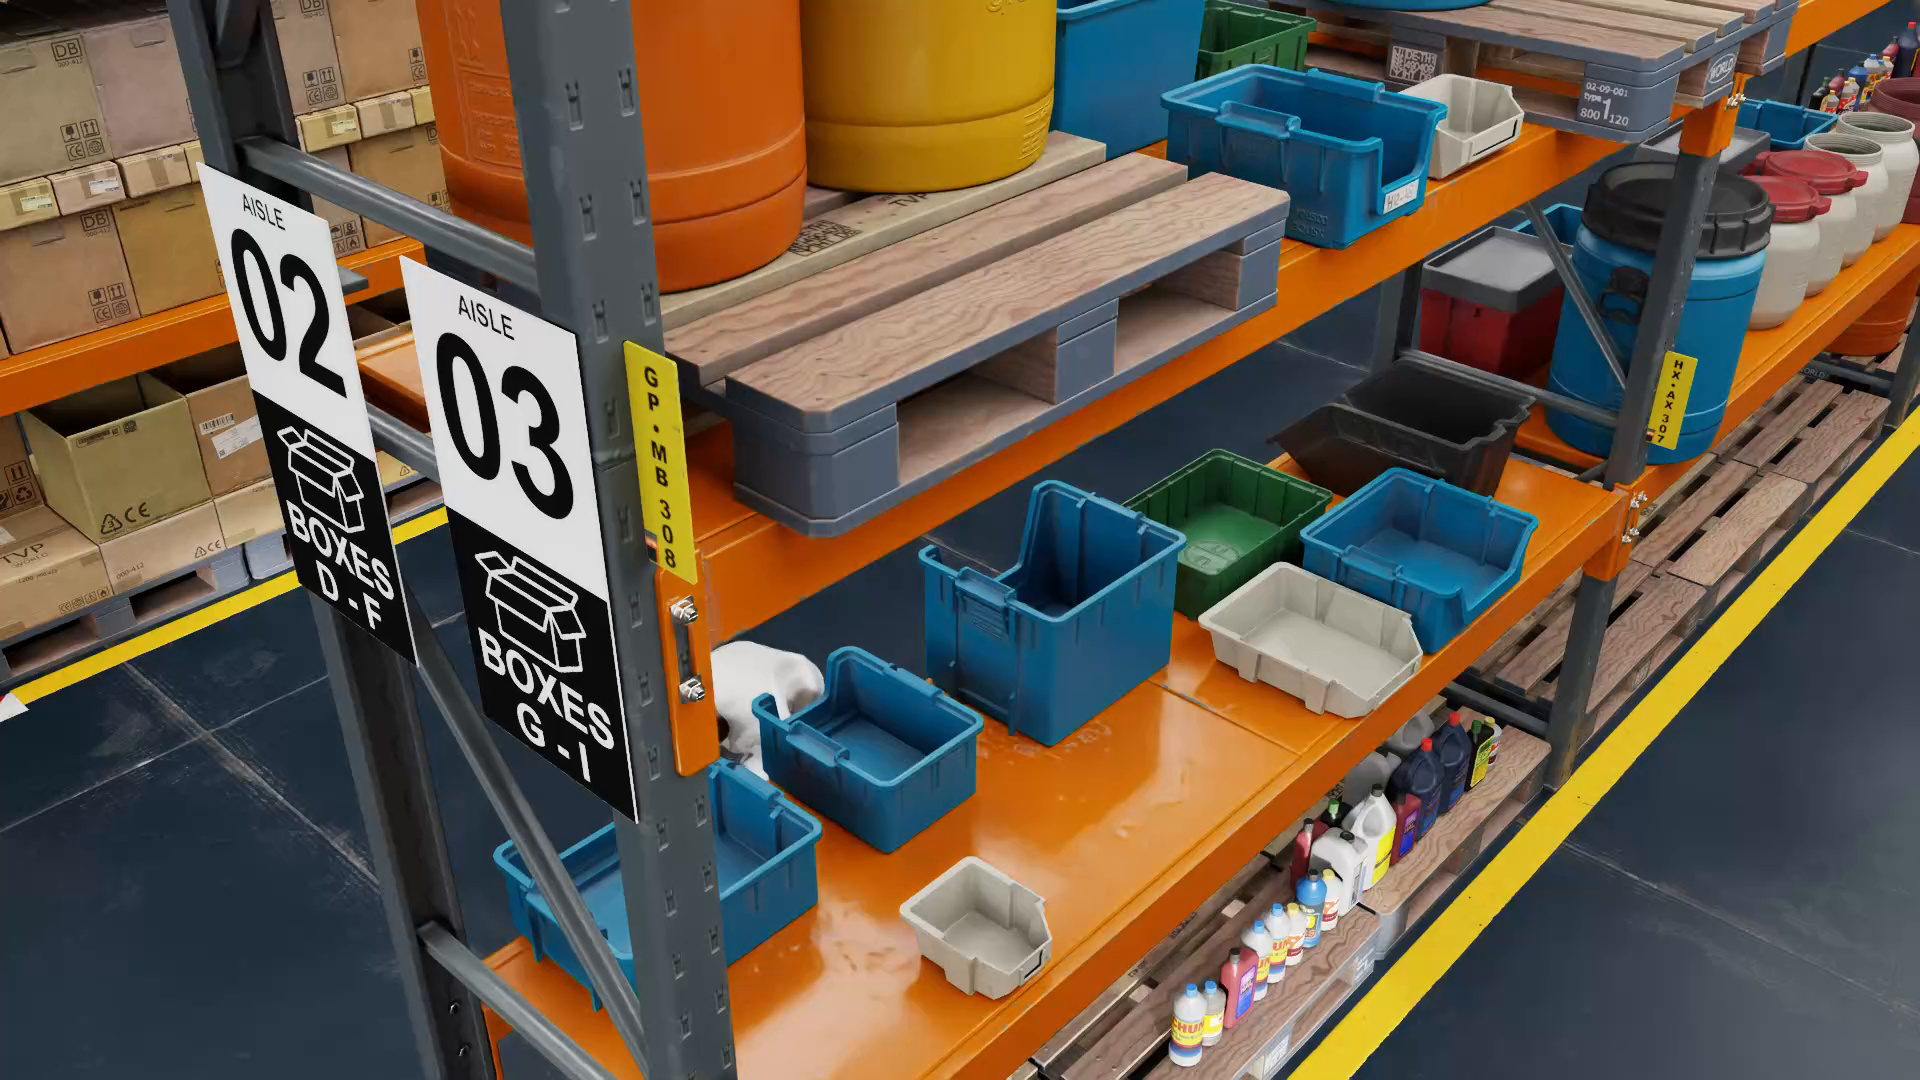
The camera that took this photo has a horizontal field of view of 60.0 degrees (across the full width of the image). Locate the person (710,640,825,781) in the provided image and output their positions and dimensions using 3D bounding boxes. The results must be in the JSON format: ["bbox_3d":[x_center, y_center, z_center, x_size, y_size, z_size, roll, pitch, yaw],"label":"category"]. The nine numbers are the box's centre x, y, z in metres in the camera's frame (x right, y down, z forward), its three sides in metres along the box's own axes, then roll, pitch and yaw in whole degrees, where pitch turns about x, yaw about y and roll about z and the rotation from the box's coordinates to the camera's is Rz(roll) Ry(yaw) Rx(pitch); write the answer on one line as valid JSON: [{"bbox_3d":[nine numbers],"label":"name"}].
[{"bbox_3d":[-0.761,0.773,5.577,0.530,1.001,0.954,11,33,18],"label":"person"}]
